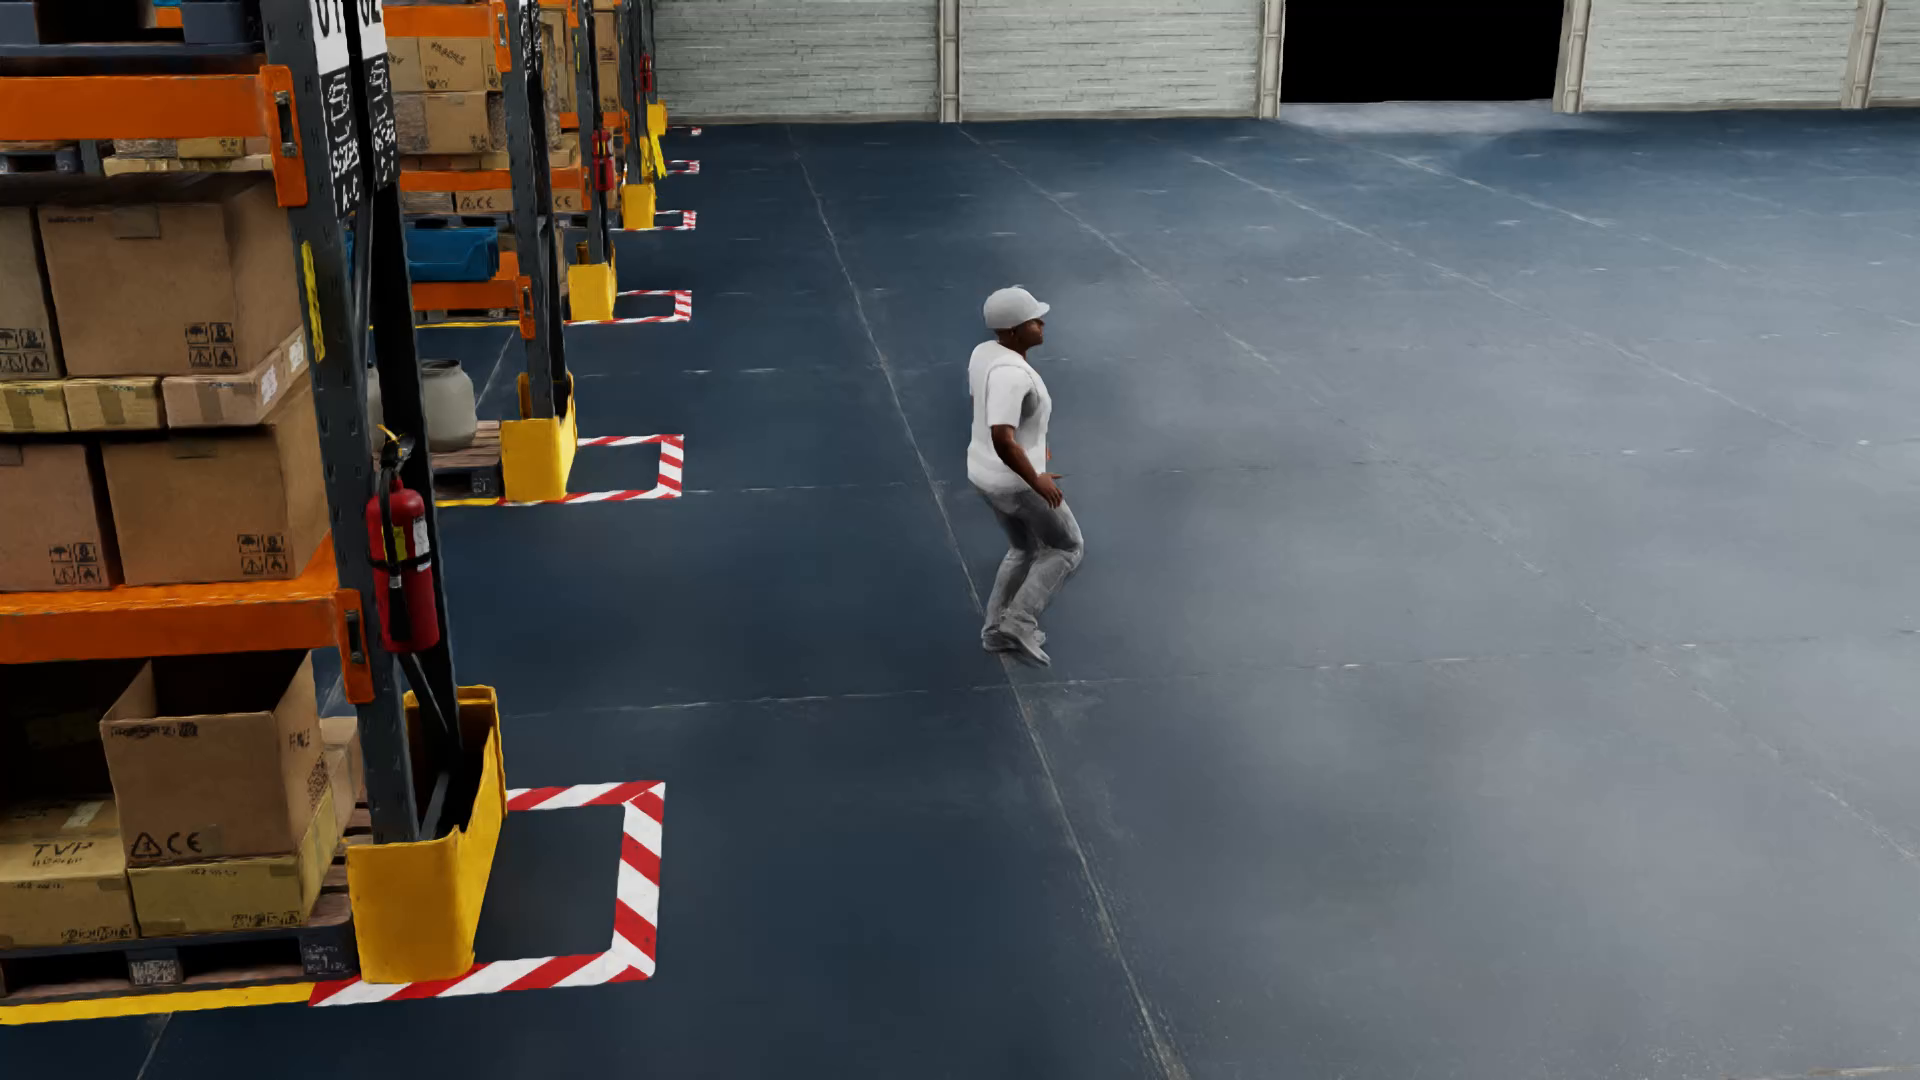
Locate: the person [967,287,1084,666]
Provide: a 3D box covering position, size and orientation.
[{"bbox_3d":[0.264,-0.298,7.523,0.531,1.731,0.739,-8,21,-21],"label":"person"}]
